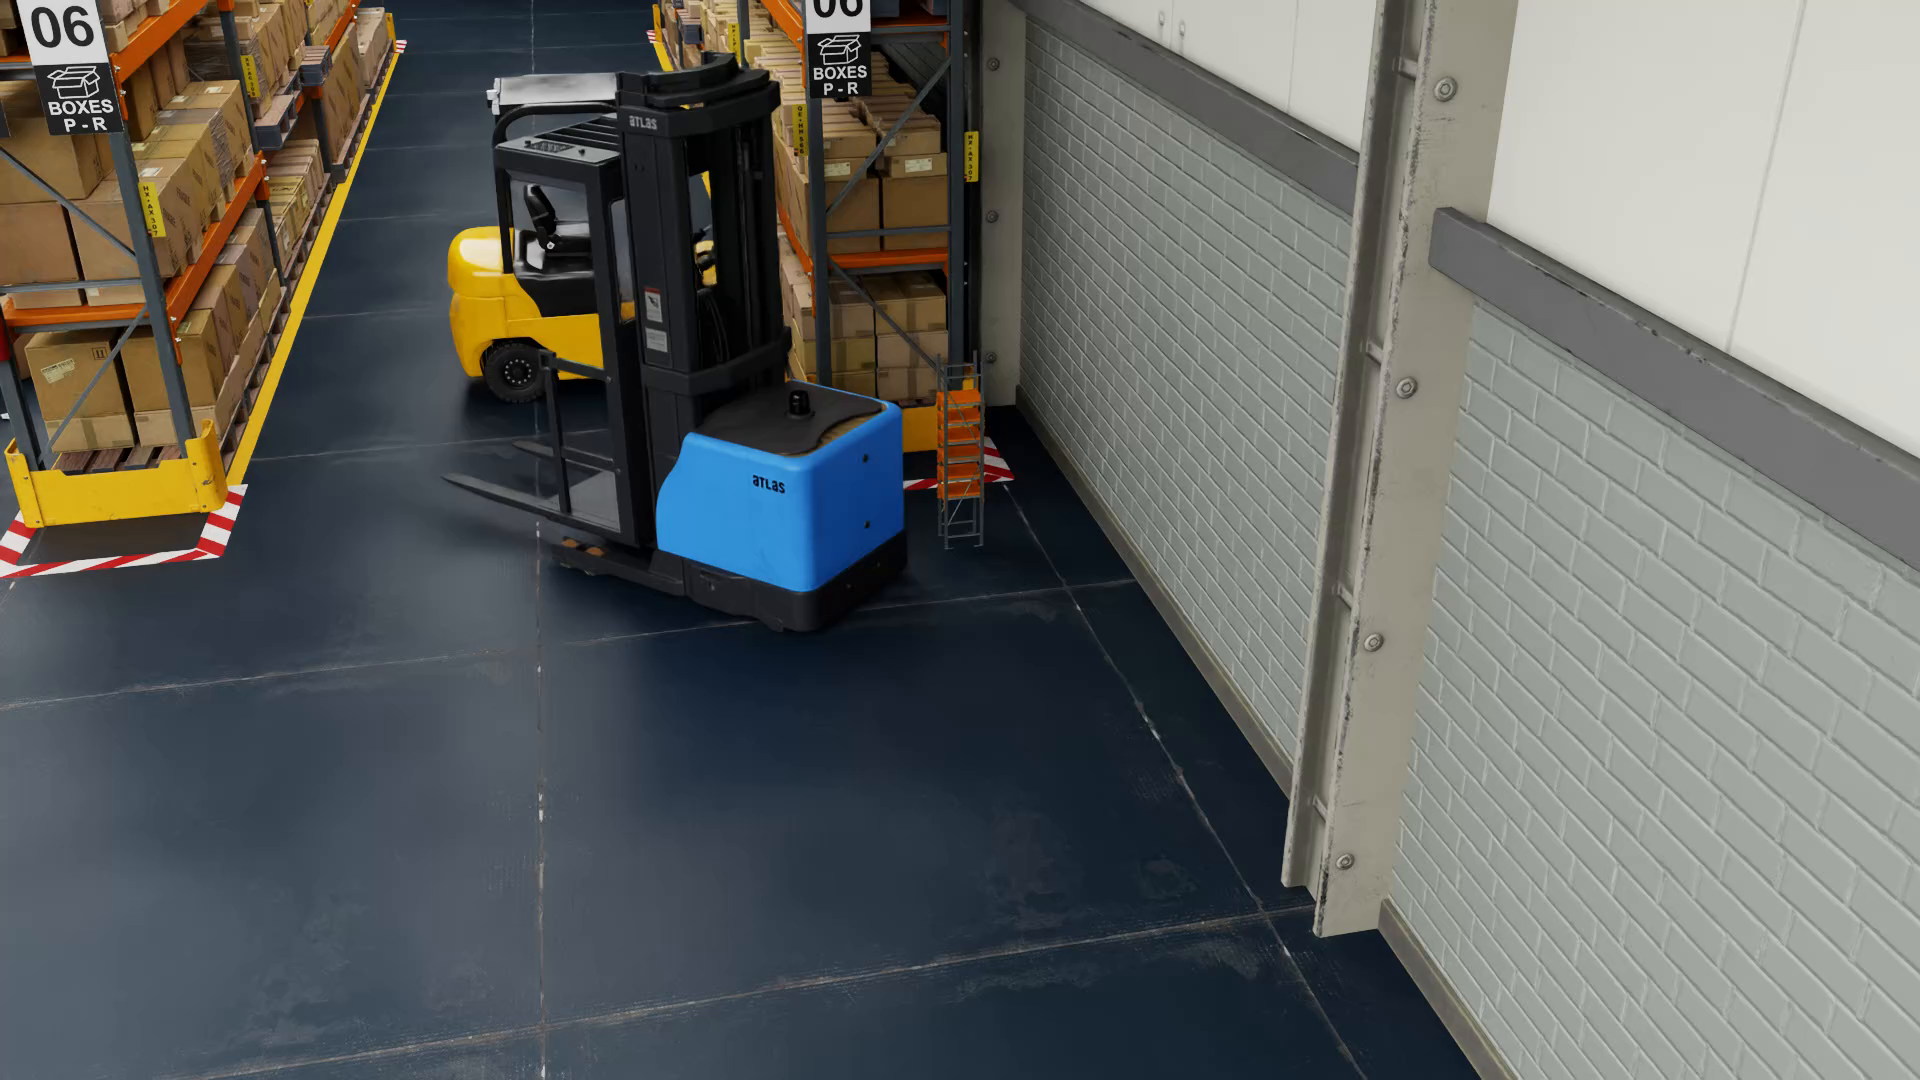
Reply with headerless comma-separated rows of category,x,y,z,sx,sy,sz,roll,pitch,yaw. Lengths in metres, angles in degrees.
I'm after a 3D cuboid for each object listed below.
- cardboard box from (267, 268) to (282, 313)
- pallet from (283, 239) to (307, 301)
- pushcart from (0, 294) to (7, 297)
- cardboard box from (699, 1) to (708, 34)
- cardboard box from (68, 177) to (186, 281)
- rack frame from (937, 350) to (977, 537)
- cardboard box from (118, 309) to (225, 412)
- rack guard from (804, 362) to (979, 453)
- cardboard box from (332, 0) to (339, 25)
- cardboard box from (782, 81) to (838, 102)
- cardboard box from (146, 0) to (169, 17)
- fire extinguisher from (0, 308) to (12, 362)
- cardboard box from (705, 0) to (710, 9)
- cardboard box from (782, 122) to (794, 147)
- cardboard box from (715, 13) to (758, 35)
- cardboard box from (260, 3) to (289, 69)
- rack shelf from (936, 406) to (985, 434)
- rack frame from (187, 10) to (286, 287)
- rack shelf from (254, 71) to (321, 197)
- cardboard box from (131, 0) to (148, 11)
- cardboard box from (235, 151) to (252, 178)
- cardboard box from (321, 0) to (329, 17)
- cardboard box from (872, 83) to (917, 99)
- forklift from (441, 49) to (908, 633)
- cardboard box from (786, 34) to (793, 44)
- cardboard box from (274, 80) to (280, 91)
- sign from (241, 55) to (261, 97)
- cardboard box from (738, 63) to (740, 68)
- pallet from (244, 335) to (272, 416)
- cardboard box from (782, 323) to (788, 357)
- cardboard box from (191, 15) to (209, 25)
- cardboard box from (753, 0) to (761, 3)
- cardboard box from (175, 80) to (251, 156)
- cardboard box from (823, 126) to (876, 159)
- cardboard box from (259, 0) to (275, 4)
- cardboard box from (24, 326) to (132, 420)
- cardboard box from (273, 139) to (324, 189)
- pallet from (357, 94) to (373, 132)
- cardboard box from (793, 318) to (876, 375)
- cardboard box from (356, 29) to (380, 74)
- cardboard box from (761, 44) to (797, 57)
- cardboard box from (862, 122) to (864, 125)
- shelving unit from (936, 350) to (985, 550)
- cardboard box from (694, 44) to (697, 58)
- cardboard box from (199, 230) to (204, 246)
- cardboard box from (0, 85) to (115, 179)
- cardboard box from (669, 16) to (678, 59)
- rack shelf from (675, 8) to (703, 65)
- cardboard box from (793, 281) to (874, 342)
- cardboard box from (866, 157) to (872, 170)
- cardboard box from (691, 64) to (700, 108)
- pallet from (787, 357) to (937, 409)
cardboard box,-5.814,-1.993,13.456,0.500,0.250,0.500,-5,27,-9
pallet,-6.386,-2.362,14.696,1.003,0.211,1.213,-6,27,-12
pushcart,-8.419,-1.841,13.480,1.648,0.377,0.936,-16,31,-29
cardboard box,-2.438,-5.461,17.353,0.500,0.250,0.500,-6,27,-12
cardboard box,-5.144,-1.923,10.290,0.500,0.500,0.500,-6,27,-12
rack frame,-0.017,-0.569,10.047,0.240,1.200,0.006,-6,27,-12
cardboard box,-5.226,-1.197,11.046,0.500,0.500,0.500,-7,28,-13
rack guard,-0.467,-0.889,11.456,1.175,0.500,0.348,-6,27,-12
cardboard box,-7.457,-6.092,19.157,0.500,0.250,0.500,-7,28,-13
cardboard box,-1.110,-3.291,12.280,0.380,0.149,0.250,-6,27,-11
cardboard box,-5.361,-3.482,10.769,0.380,0.149,0.250,-6,27,-11
fire extinguisher,-5.731,-1.378,9.737,0.296,0.674,0.183,-6,27,-12
cardboard box,-2.429,-5.575,17.135,0.380,0.149,0.250,-5,27,-10
cardboard box,-1.060,-2.925,11.885,0.380,0.149,0.250,-7,28,-13
cardboard box,-2.119,-4.899,15.797,0.380,0.149,0.250,-7,28,-13
cardboard box,-6.373,-4.528,14.985,0.500,0.500,0.500,-7,28,-14
rack shelf,0.003,-0.704,9.879,0.258,0.103,0.180,-6,27,-12
rack frame,-6.209,-3.266,13.391,1.000,3.000,0.127,-6,27,-12
rack shelf,-6.660,-3.822,15.292,1.077,0.370,4.000,-6,27,-12
cardboard box,-5.266,-3.384,10.134,0.500,0.250,0.500,-6,27,-12
cardboard box,-5.777,-2.934,13.014,0.380,0.149,0.250,-5,27,-10
cardboard box,-7.200,-5.872,18.167,0.500,0.250,0.500,-6,27,-12
cardboard box,-0.528,-3.233,12.165,0.380,0.149,0.250,-7,28,-13
forklift,-1.833,-1.282,9.538,3.031,2.935,1.130,16,31,28
cardboard box,-1.387,-4.624,15.252,0.380,0.149,0.250,-6,27,-12
cardboard box,-6.283,-4.069,14.795,0.380,0.149,0.250,-6,27,-11
sign,-5.682,-3.710,13.312,0.100,0.325,0.005,-6,27,-12
cardboard box,-1.734,-4.117,14.690,0.500,0.250,0.500,-7,28,-13
pallet,-5.745,-1.193,12.379,1.003,0.211,1.213,-6,27,-12
cardboard box,-1.093,-1.589,12.655,0.500,0.250,0.500,-6,27,-11
cardboard box,-6.760,-4.255,14.443,0.500,0.500,0.500,-5,27,-10
cardboard box,-2.005,-5.739,17.461,0.380,0.149,0.250,-5,27,-10
cardboard box,-5.867,-3.273,12.965,0.500,0.500,0.500,-7,28,-13
cardboard box,-0.759,-2.618,10.947,0.380,0.149,0.250,-6,27,-11
cardboard box,-6.467,-4.986,15.173,0.380,0.149,0.250,-7,28,-14
cardboard box,-5.742,-1.130,10.912,0.500,0.500,0.500,-6,27,-11
cardboard box,-6.993,-3.787,16.874,0.950,0.372,0.625,-8,28,-15
pallet,-7.765,-5.202,20.321,1.003,0.211,1.213,-6,27,-12
cardboard box,-0.887,-1.380,11.686,0.500,0.250,0.500,-6,27,-12
cardboard box,-8.251,-6.501,22.178,0.875,0.438,0.875,-7,28,-13
cardboard box,-1.427,-3.964,13.614,0.380,0.149,0.250,-6,27,-11
cardboard box,-0.517,-3.096,12.225,0.380,0.149,0.250,-5,27,-10
shelving unit,0.003,-0.529,9.967,0.258,1.200,0.189,-6,27,-12
cardboard box,-3.054,-6.002,20.401,0.380,0.149,0.250,-6,27,-12
cardboard box,-5.338,-2.028,11.218,0.380,0.149,0.250,-5,27,-10
cardboard box,-5.742,-2.558,10.439,0.700,0.500,0.500,-6,27,-11
cardboard box,-3.644,-6.998,23.093,0.700,0.500,0.500,-7,28,-14
rack shelf,-2.726,-6.084,19.773,1.077,0.370,4.000,-6,27,-12
cardboard box,-0.880,-1.592,11.551,0.500,0.250,0.500,-5,27,-10
cardboard box,-0.453,-2.532,11.826,0.500,0.500,0.500,-5,27,-10
cardboard box,-2.939,-5.439,20.005,0.500,0.500,0.500,-7,28,-13
pallet,-0.686,-1.102,12.199,1.003,0.211,1.213,-6,27,-12
